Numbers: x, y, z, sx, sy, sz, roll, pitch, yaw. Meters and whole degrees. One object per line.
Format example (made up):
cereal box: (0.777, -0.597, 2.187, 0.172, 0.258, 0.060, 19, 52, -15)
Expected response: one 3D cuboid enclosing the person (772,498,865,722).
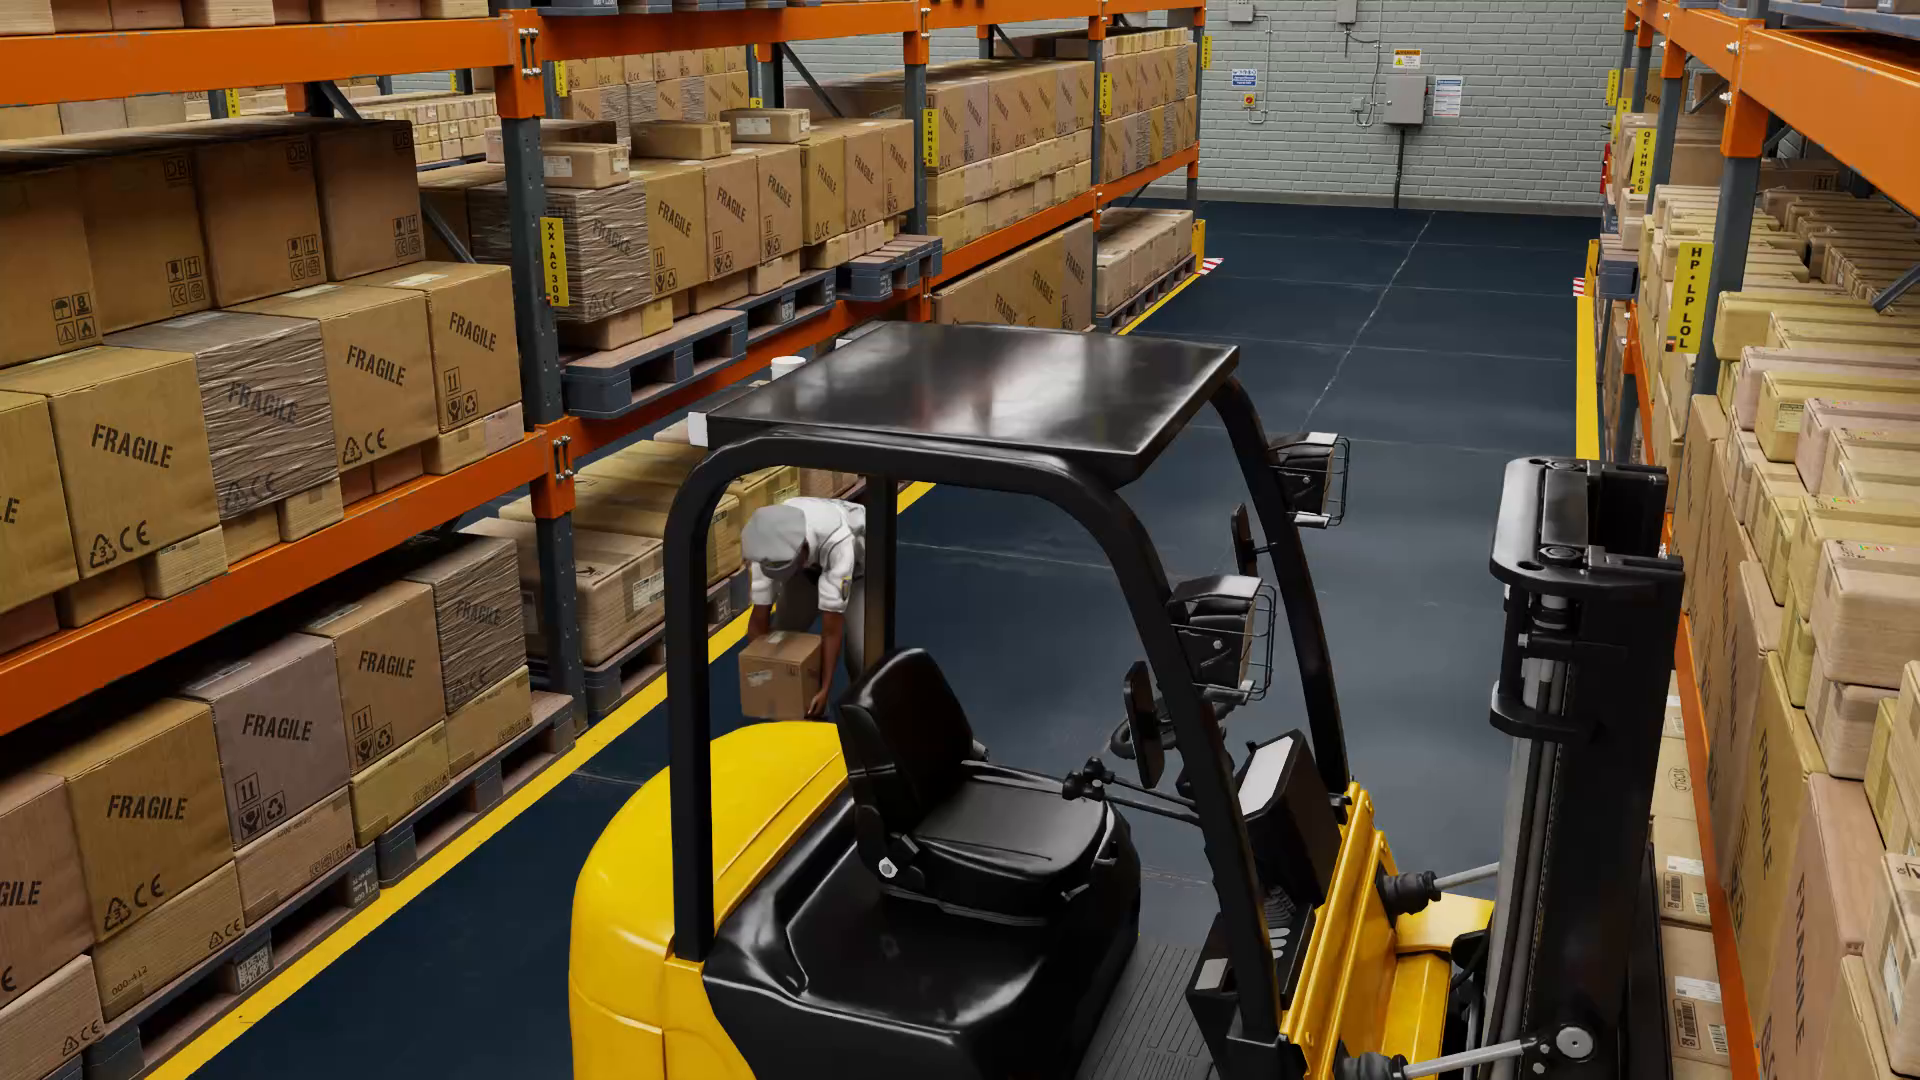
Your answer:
person: (-0.515, 0.289, 6.478, 0.440, 1.032, 0.638, 6, 20, 16)
